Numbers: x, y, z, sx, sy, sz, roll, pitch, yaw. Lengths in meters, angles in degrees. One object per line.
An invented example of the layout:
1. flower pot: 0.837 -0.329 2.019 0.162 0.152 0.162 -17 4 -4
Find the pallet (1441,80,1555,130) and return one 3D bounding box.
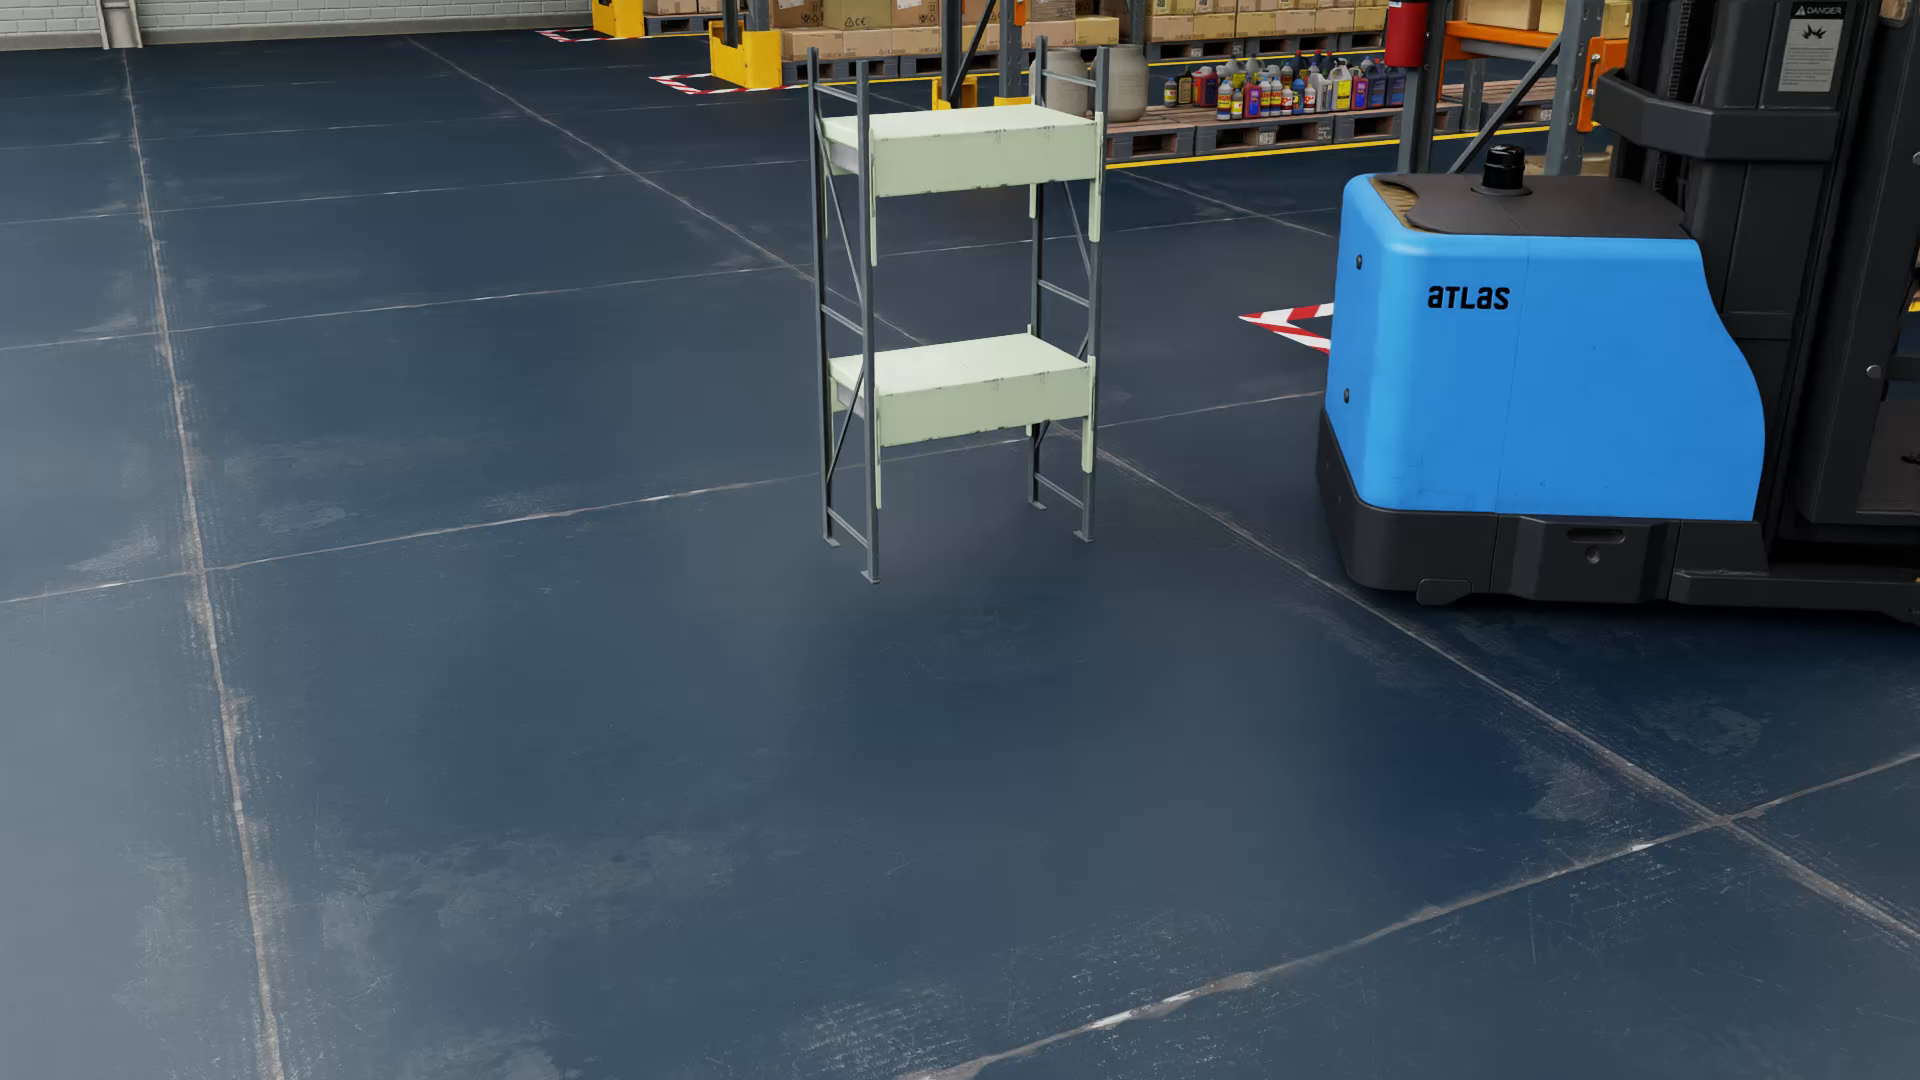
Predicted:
1. pallet: 4.432 -3.557 13.567 1.213 0.211 1.003 -10 25 -24

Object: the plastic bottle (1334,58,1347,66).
1. plastic bottle: 2.985 -3.682 13.209 0.135 0.276 0.152 -9 24 -22

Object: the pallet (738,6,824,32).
1. pallet: -2.246 -6.500 20.677 1.213 0.211 1.003 -10 25 -24

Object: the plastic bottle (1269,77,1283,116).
1. plastic bottle: 2.305 -3.248 12.166 0.097 0.271 0.097 0 22 0

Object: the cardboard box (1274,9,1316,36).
1. cardboard box: 3.453 -5.570 17.830 0.500 0.250 0.500 -10 24 -23

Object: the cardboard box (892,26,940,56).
1. cardboard box: -0.528 -4.849 16.088 0.500 0.250 0.500 -10 25 -24

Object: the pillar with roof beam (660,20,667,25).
1. pillar with roof beam: -2.037 -9.155 15.601 0.400 9.000 9.100 -10 25 -24

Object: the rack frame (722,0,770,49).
1. rack frame: -2.007 -5.746 15.210 0.127 3.000 1.000 -10 25 -24

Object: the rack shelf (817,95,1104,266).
1. rack shelf: -0.006 -1.052 4.811 0.720 0.370 0.431 -10 25 -24

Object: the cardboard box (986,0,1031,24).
1. cardboard box: 0.369 -5.364 16.353 0.500 0.500 0.500 -10 25 -24

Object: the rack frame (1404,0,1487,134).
1. rack frame: 3.742 -4.702 12.687 0.127 3.000 1.000 -10 25 -24

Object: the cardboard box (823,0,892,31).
1. cardboard box: -0.978 -5.112 15.743 0.500 0.500 0.500 -10 25 -24

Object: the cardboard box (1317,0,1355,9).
1. cardboard box: 3.914 -5.913 17.925 0.500 0.311 0.500 -11 25 -24

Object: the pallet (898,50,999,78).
1. pallet: -0.239 -4.800 16.569 1.213 0.211 1.003 -10 25 -24

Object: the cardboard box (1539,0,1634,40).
1. cardboard box: 2.646 -2.181 6.924 0.250 0.149 0.380 -10 25 -24

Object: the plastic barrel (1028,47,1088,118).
1. plastic barrel: 0.697 -3.218 11.807 0.421 0.512 0.421 0 22 0

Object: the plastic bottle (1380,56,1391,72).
1. plastic bottle: 3.224 -3.525 12.732 0.185 0.351 0.144 -10 25 -24

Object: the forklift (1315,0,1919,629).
1. forklift: 2.668 -1.298 4.553 3.031 2.935 1.130 2 23 5

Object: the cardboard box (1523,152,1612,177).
1. cardboard box: 2.856 -1.468 7.595 0.500 0.500 0.500 -6 23 -14

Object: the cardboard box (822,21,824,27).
1. cardboard box: -1.207 -4.948 16.326 0.500 0.250 0.500 -10 25 -24

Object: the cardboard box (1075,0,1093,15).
1. cardboard box: 1.043 -5.711 17.190 0.500 0.500 0.500 -10 25 -24

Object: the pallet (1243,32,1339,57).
1. pallet: 3.345 -5.461 18.166 1.213 0.211 1.003 -10 25 -24

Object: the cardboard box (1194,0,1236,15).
1. cardboard box: 2.531 -5.656 17.305 0.500 0.311 0.500 -11 25 -24

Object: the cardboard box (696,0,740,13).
1. cardboard box: -2.983 -6.592 20.193 0.500 0.311 0.500 -8 24 -19

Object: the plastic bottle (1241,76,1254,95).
1. plastic bottle: 2.206 -3.454 12.757 0.097 0.201 0.097 0 22 0

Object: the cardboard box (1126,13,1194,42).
1. cardboard box: 2.068 -5.315 17.213 0.500 0.250 0.500 -11 25 -25

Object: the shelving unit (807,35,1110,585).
1. shelving unit: -0.006 -0.692 4.960 0.755 1.500 0.431 -10 25 -24

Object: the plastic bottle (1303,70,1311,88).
1. plastic bottle: 2.628 -3.370 12.445 0.133 0.283 0.061 -10 25 -24

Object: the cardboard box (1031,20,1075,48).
1. cardboard box: 0.819 -5.101 16.698 0.500 0.250 0.500 -10 25 -24

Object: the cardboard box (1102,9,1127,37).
1. cardboard box: 1.845 -5.502 17.666 0.500 0.250 0.500 -11 25 -24

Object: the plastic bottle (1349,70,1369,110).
1. plastic bottle: 2.985 -3.371 12.448 0.133 0.283 0.061 -9 24 -20

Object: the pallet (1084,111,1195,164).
1. pallet: 0.920 -2.912 12.008 1.213 0.211 1.003 -10 25 -24

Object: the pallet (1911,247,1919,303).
1. pallet: 4.199 -1.379 8.306 1.213 0.211 1.003 -10 25 -24

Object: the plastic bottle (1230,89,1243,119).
1. plastic bottle: 2.000 -3.159 12.044 0.097 0.201 0.097 0 22 0

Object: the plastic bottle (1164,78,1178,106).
1. plastic bottle: 1.602 -3.404 12.636 0.097 0.201 0.097 0 22 0

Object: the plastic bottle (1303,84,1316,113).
1. plastic bottle: 2.580 -3.266 12.302 0.097 0.201 0.097 0 22 0

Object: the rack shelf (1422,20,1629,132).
1. rack shelf: 4.088 -2.331 7.900 4.000 0.370 1.077 -10 25 -24

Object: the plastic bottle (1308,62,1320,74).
1. plastic bottle: 2.756 -3.588 12.988 0.097 0.271 0.097 0 22 0

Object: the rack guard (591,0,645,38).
1. rack guard: -4.091 -6.310 19.841 0.348 0.500 1.175 -10 25 -24

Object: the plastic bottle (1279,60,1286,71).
1. plastic bottle: 2.497 -3.615 13.037 0.133 0.283 0.061 -9 24 -21

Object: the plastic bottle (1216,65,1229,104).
1. plastic bottle: 1.966 -3.494 12.756 0.135 0.276 0.152 -11 25 -25
